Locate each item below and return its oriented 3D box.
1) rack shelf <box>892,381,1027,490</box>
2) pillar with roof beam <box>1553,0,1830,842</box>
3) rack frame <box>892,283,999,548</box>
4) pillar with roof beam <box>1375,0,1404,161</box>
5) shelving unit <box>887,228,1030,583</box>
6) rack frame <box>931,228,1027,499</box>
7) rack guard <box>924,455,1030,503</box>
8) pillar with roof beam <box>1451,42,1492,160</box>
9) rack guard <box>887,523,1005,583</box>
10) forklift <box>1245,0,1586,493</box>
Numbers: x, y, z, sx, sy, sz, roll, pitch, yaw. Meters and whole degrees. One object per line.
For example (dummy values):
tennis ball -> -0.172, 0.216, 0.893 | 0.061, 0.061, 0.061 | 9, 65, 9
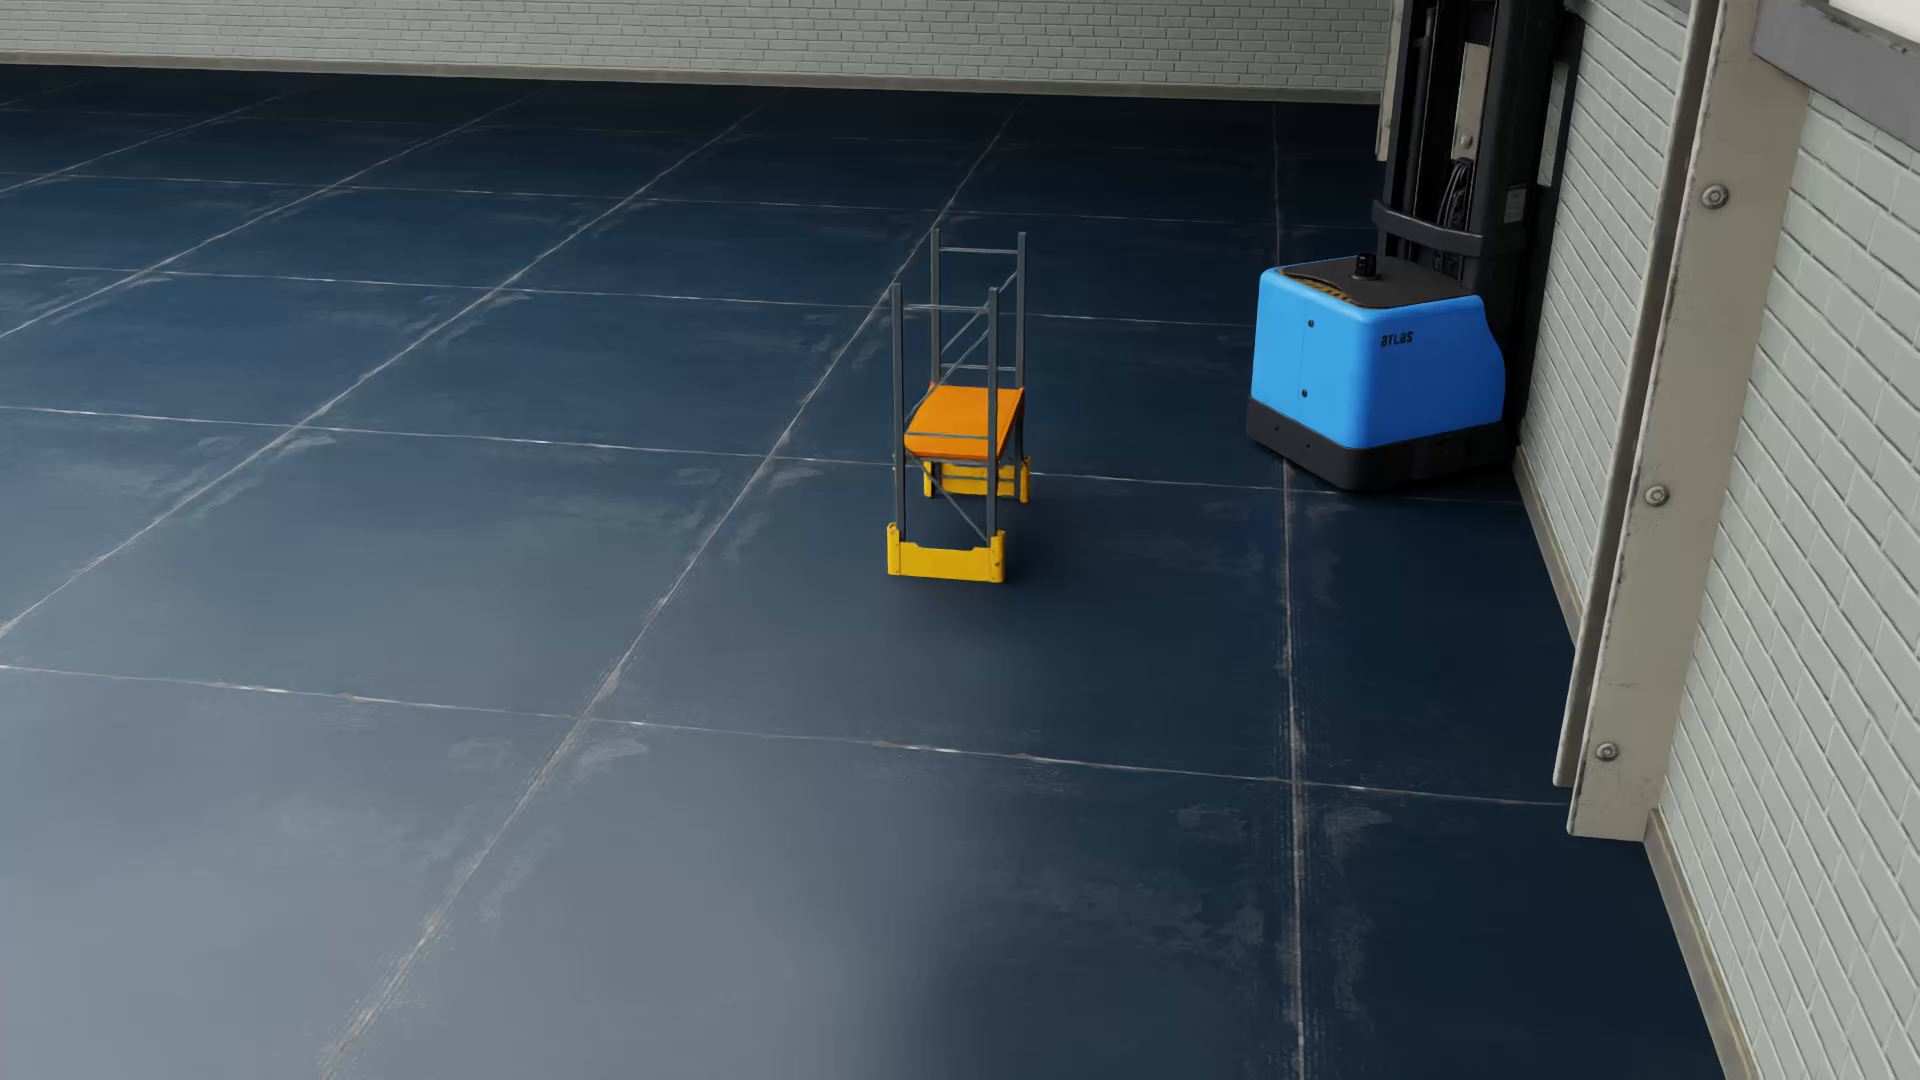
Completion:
rack shelf -> 0.014, -0.552, 8.585 | 0.538, 0.185, 1.000 | 4, 25, 9
pillar with roof beam -> -1.740, -3.321, 5.230 | 9.100, 9.000, 0.400 | 4, 25, 9
rack frame -> -0.069, -0.502, 8.054 | 0.500, 1.500, 0.032 | 4, 25, 9
pillar with roof beam -> 0.221, -8.340, 15.952 | 9.100, 9.000, 0.400 | 4, 25, 9
shelving unit -> 0.012, -0.711, 8.500 | 0.587, 1.500, 1.083 | 4, 25, 9
rack frame -> 0.097, -0.928, 8.962 | 0.500, 1.500, 0.032 | 4, 25, 9
rack guard -> 0.094, -0.353, 9.210 | 0.587, 0.250, 0.087 | 4, 25, 9
pillar with roof beam -> -0.759, -5.830, 10.591 | 9.100, 9.000, 0.400 | 4, 25, 9
rack guard -> -0.069, 0.063, 8.320 | 0.587, 0.250, 0.087 | 4, 25, 9
forklift -> 3.263, -2.002, 9.571 | 3.031, 2.935, 1.130 | -12, 28, -23
